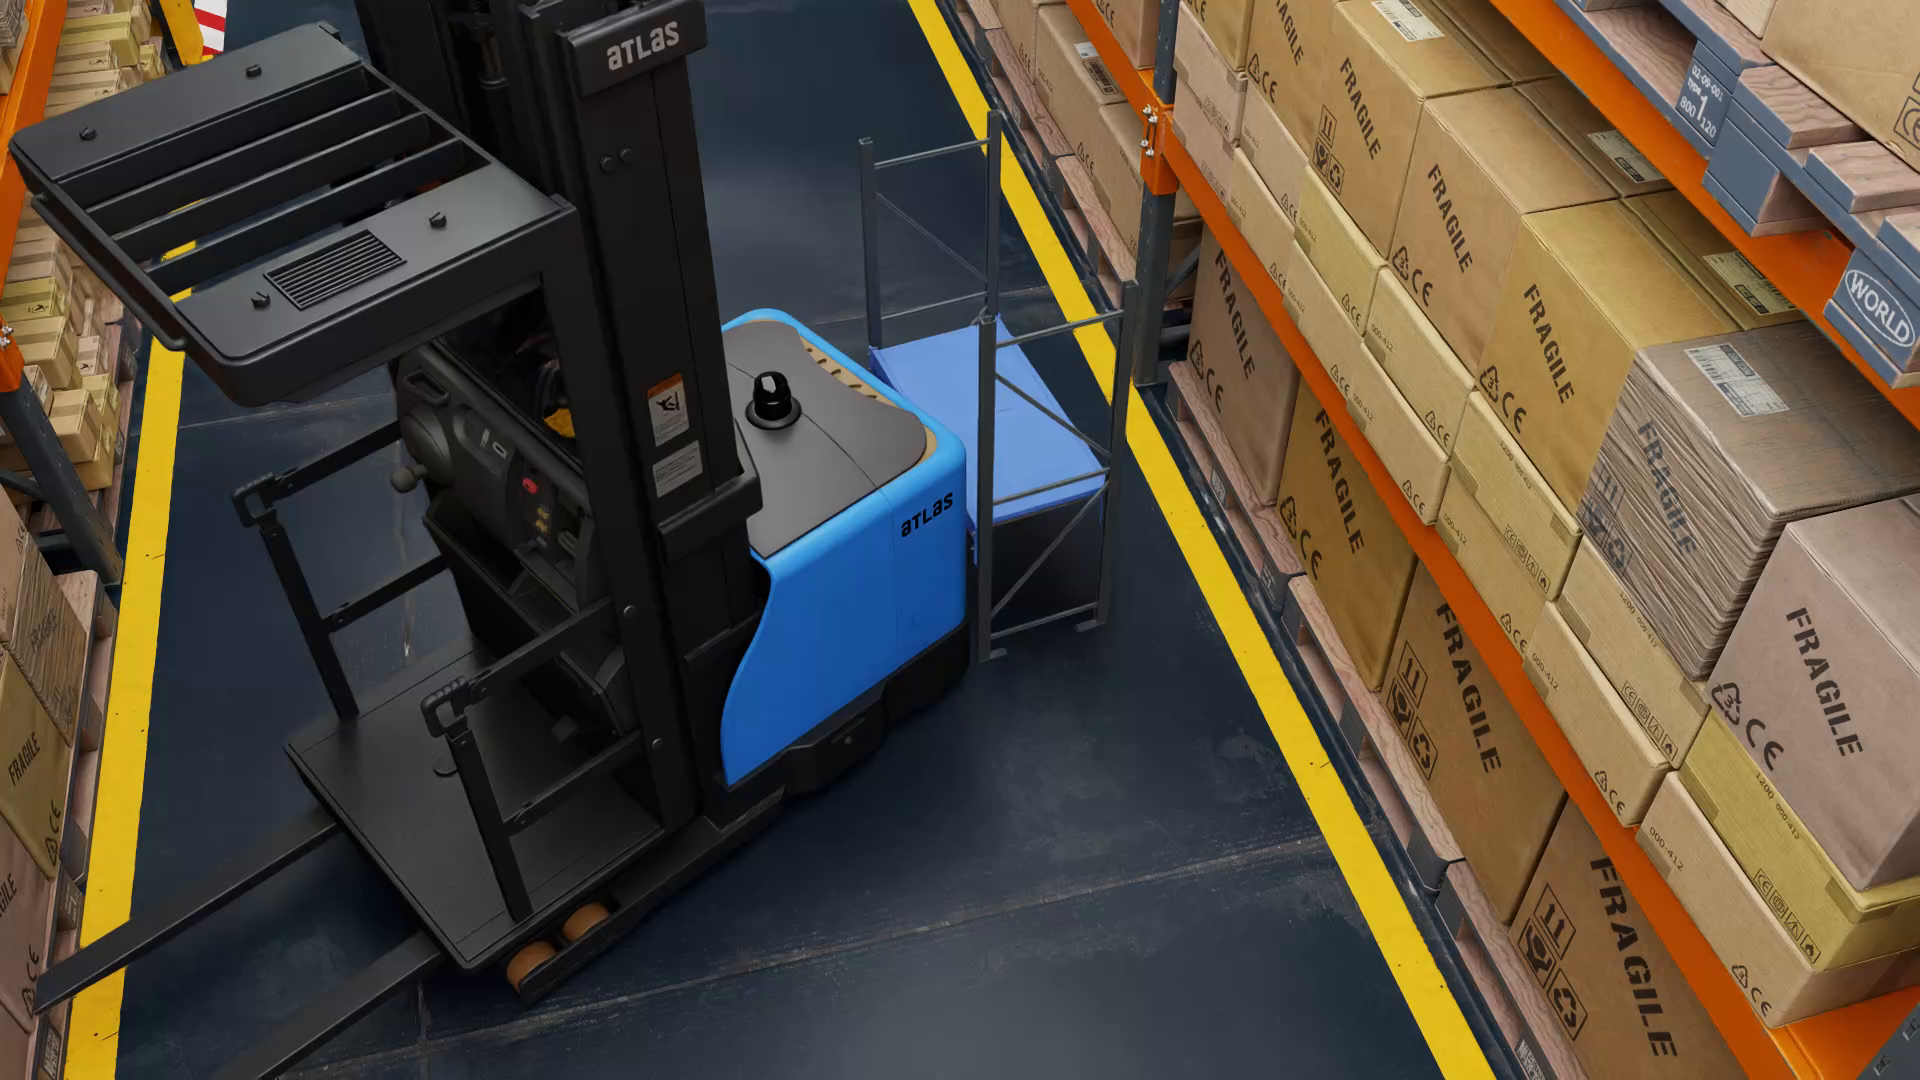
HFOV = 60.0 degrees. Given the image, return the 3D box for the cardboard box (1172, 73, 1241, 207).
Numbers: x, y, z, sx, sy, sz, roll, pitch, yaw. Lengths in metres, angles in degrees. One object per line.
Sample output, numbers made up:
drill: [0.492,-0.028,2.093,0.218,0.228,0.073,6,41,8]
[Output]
cardboard box: [1.049,-1.401,5.628,0.500,0.250,0.500,-12,47,-11]

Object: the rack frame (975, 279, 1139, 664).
rack frame: [0.291,-0.169,5.365,0.500,1.500,0.032,-16,48,-15]

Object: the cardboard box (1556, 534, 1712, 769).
cardboard box: [1.711,0.192,3.717,0.500,0.250,0.500,-12,47,-11]

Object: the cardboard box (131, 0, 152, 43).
cardboard box: [-4.180,-2.534,8.127,0.380,0.149,0.250,-12,47,-11]

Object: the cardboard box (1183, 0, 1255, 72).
cardboard box: [1.027,-1.835,5.178,0.500,0.500,0.500,-10,46,-10]

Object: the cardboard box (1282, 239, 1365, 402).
cardboard box: [1.299,-0.688,4.929,0.500,0.250,0.500,-11,47,-11]

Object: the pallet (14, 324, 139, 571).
pallet: [-3.773,-0.312,6.408,1.003,0.211,1.213,-11,47,-10]

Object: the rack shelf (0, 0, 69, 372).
rack shelf: [-4.079,-1.960,6.575,1.077,0.370,4.000,-11,47,-10]

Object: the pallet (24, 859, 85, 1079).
pallet: [-3.051,1.526,4.607,1.003,0.211,1.213,-11,47,-10]

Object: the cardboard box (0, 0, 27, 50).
cardboard box: [-3.678,-2.053,5.883,0.500,0.500,0.500,-12,47,-11]

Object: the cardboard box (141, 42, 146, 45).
cardboard box: [-4.255,-2.417,8.220,0.380,0.149,0.250,-10,46,-10]

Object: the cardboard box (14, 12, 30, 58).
cardboard box: [-3.708,-1.899,6.187,0.380,0.149,0.250,-9,46,-9]

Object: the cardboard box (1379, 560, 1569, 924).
cardboard box: [1.895,0.444,4.909,0.875,0.875,0.875,-10,46,-10]

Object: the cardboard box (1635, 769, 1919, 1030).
cardboard box: [1.835,0.706,3.562,0.500,0.250,0.500,-12,47,-12]

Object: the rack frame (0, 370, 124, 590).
rack frame: [-3.567,-0.831,4.964,1.000,3.000,0.127,-11,47,-10]

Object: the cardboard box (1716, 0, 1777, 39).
cardboard box: [1.525,-1.081,2.909,0.396,0.266,0.258,-12,47,-11]

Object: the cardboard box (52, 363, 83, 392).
cardboard box: [-3.502,-0.552,6.184,0.380,0.149,0.250,-10,46,-10]

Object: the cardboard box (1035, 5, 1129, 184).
cardboard box: [0.905,-2.127,7.734,0.875,0.438,0.875,-12,47,-11]

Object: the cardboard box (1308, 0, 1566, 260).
cardboard box: [1.310,-1.142,4.499,0.500,0.500,0.500,-12,47,-11]

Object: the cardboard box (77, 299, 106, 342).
cardboard box: [-3.645,-0.802,6.638,0.380,0.149,0.250,-12,47,-11]

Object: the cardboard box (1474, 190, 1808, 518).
cardboard box: [1.571,-0.435,3.806,0.500,0.500,0.500,-11,47,-10]

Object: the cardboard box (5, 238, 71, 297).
cardboard box: [-3.670,-1.007,6.422,0.380,0.149,0.250,-12,47,-11]

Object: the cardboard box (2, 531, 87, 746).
cardboard box: [-3.134,0.362,5.252,0.500,0.500,0.500,-12,47,-11]

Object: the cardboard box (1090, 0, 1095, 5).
cardboard box: [0.689,-2.469,6.499,0.500,0.500,0.500,-12,47,-11]

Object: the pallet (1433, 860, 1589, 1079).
pallet: [2.087,1.374,4.756,1.003,0.211,1.213,-11,47,-10]

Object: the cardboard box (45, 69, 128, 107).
cardboard box: [-3.885,-1.926,7.323,0.380,0.149,0.250,-9,46,-9]

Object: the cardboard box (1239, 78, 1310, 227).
cardboard box: [1.193,-1.218,5.099,0.500,0.250,0.500,-10,46,-10]

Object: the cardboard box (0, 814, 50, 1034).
cardboard box: [-2.876,1.071,4.556,0.500,0.500,0.500,-12,47,-11]

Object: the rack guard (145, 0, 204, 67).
rack guard: [-4.572,-2.665,8.512,1.175,0.500,0.348,-11,47,-10]

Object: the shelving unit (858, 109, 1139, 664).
shelving unit: [0.097,-0.505,5.695,0.538,1.500,1.048,-16,48,-15]

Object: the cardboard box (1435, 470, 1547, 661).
cardboard box: [1.576,0.006,4.249,0.500,0.250,0.500,-11,47,-11]

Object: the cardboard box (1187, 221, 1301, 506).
cardboard box: [1.428,-0.796,6.123,0.875,0.875,0.875,-9,46,-9]

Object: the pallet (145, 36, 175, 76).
pallet: [-4.398,-1.997,8.059,1.003,0.211,1.213,-11,47,-10]

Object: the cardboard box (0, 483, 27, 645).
cardboard box: [-3.132,0.102,4.981,0.500,0.250,0.500,-12,47,-11]

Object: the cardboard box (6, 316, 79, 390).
cardboard box: [-3.468,-0.665,6.087,0.380,0.149,0.250,-9,46,-8]

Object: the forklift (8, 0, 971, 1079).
forklift: [-1.385,-0.100,4.296,3.031,2.935,1.130,-34,54,-29]

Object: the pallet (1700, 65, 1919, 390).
pallet: [2.000,-0.463,2.636,1.213,0.211,1.003,-9,46,-8]

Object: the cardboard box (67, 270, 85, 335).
cardboard box: [-3.666,-0.900,6.526,0.380,0.149,0.250,-13,47,-12]

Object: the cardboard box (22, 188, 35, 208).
cardboard box: [-3.805,-1.370,6.778,0.380,0.149,0.250,-12,47,-12]

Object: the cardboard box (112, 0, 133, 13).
cardboard box: [-4.211,-2.631,8.014,0.380,0.149,0.250,-10,46,-10]

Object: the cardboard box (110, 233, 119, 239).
cardboard box: [-3.717,-1.280,6.898,0.380,0.149,0.250,-11,47,-11]

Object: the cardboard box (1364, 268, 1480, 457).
cardboard box: [1.427,-0.516,4.411,0.500,0.250,0.500,-12,47,-12]

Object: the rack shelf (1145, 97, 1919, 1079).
rack shelf: [1.704,-0.173,4.823,1.077,0.370,4.000,-11,47,-10]

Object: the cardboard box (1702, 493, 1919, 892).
cardboard box: [1.831,0.261,3.123,0.500,0.500,0.500,-12,47,-11]

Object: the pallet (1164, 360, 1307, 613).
pallet: [1.462,-0.311,6.407,1.003,0.211,1.213,-11,47,-10]

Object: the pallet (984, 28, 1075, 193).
pallet: [0.757,-2.213,8.271,1.003,0.211,1.213,-11,47,-10]

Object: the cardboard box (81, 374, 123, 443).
cardboard box: [-3.418,-0.474,6.317,0.380,0.149,0.250,-9,46,-9]

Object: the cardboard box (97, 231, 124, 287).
cardboard box: [-3.721,-1.179,7.007,0.380,0.149,0.250,-12,47,-11]

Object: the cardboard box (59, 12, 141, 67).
cardboard box: [-4.013,-2.291,7.681,0.380,0.149,0.250,-12,47,-11]
